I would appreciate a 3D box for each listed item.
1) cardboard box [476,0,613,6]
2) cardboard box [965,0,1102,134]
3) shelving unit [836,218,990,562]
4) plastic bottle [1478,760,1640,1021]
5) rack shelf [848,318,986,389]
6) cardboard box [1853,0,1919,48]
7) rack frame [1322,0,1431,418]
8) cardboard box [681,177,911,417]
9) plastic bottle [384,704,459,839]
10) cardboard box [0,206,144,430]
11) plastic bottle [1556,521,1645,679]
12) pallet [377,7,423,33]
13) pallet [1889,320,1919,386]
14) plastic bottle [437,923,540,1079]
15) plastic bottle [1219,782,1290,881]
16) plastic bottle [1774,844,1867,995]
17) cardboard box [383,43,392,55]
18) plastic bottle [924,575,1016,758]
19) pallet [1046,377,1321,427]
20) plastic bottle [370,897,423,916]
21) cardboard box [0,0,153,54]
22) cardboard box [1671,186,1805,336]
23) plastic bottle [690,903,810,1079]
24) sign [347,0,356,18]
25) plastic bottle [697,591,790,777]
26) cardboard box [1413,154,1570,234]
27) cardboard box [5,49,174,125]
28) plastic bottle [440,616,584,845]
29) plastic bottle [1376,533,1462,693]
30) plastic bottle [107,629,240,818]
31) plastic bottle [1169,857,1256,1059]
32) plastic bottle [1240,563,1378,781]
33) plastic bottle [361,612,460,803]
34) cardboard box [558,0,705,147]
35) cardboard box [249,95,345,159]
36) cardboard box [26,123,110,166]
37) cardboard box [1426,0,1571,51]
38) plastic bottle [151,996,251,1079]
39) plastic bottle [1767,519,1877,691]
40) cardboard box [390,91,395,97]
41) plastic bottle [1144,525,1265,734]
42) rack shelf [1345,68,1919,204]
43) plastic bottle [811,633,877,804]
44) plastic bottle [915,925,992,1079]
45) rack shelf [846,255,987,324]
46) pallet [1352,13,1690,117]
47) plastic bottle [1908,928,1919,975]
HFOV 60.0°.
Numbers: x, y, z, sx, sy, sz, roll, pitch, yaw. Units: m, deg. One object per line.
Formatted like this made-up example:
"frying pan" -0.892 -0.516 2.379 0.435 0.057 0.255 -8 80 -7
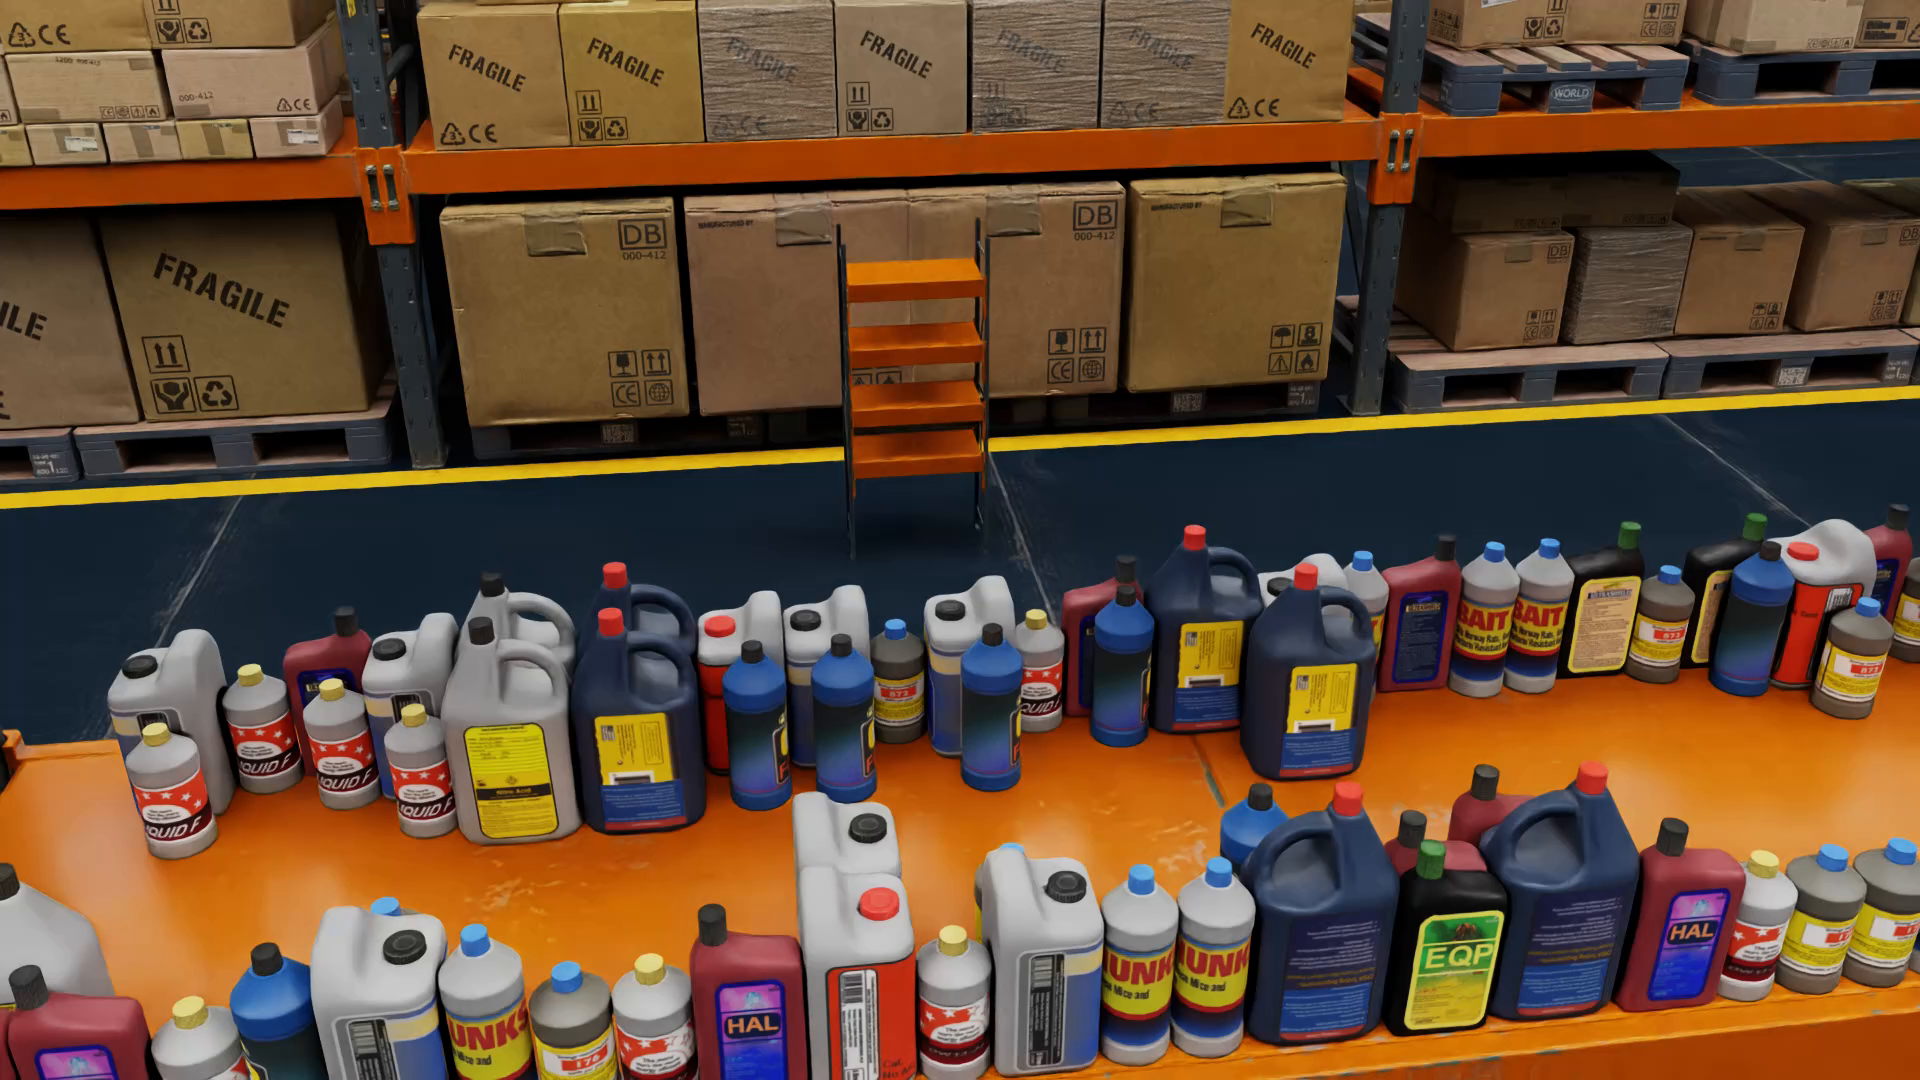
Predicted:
"cardboard box" -1.614 -2.382 6.397 0.637 0.503 0.797 -4 27 -8
"cardboard box" 0.253 -1.938 6.633 0.500 0.500 0.500 -5 28 -9
"shelving unit" -0.164 -0.523 5.956 0.503 1.200 0.258 -4 27 -7
"plastic bottle" 0.769 0.443 2.155 0.185 0.351 0.144 -4 27 -7
"rack shelf" -0.164 -0.662 5.884 0.480 0.148 0.258 -4 27 -7
"cardboard box" 3.973 -2.436 7.139 0.637 0.503 0.797 -1 27 -2
"rack frame" 1.716 -2.101 7.059 0.127 3.000 1.000 -4 27 -7
"cardboard box" -0.730 -1.195 7.161 0.875 0.875 1.225 -5 28 -9
"plastic bottle" -0.813 0.342 2.516 0.097 0.201 0.097 0 27 0
"cardboard box" -3.801 -1.025 6.829 0.875 0.875 0.875 -4 27 -7
"plastic bottle" 1.106 0.103 2.890 0.133 0.283 0.061 -4 27 -7
"pallet" -5.601 -4.994 15.751 1.213 0.211 1.003 -4 27 -7
"pallet" 4.906 -1.064 8.093 1.213 0.211 1.003 -4 27 -7
"plastic bottle" -0.563 0.574 1.986 0.097 0.271 0.097 0 27 0
"plastic bottle" 0.394 0.446 2.235 0.097 0.271 0.097 0 27 0
"plastic bottle" 1.141 0.496 2.215 0.097 0.201 0.097 0 27 0
"cardboard box" -3.986 -3.294 11.395 0.250 0.149 0.380 -4 27 -8
"plastic bottle" 0.014 0.198 2.714 0.135 0.276 0.152 -4 27 -7
"pallet" 0.924 -0.844 7.664 1.213 0.211 1.003 -4 27 -7
"plastic bottle" -0.717 0.545 2.119 0.097 0.201 0.097 0 27 0
"cardboard box" -3.160 -2.066 6.007 0.500 0.500 0.500 -3 27 -7
"cardboard box" 3.484 -1.316 7.786 0.500 0.500 0.700 -1 27 -3
"plastic bottle" -0.253 0.558 2.005 0.133 0.283 0.061 -4 27 -7
"sign" -2.167 -2.016 5.858 0.005 0.325 0.100 -4 27 -7
"plastic bottle" -0.349 0.221 2.669 0.135 0.276 0.152 -4 27 -7
"cardboard box" 2.375 -1.574 7.467 0.500 0.250 0.500 -3 27 -5
"cardboard box" -3.158 -1.731 6.177 0.500 0.250 0.500 -3 27 -6
"plastic bottle" -0.671 0.273 2.486 0.185 0.351 0.144 -4 27 -7
"plastic bottle" 0.781 0.124 2.850 0.133 0.283 0.061 -4 27 -7
"plastic bottle" -1.210 0.277 2.561 0.135 0.276 0.152 -4 27 -7
"plastic bottle" 0.318 0.518 2.096 0.097 0.271 0.097 0 27 0
"plastic bottle" 0.555 0.198 2.632 0.185 0.351 0.144 -4 27 -7
"plastic bottle" -0.848 0.253 2.606 0.135 0.276 0.152 -4 27 -7
"cardboard box" -1.257 -1.840 6.440 0.500 0.500 0.500 -4 27 -7
"cardboard box" -2.502 -1.567 6.294 0.250 0.149 0.380 -4 27 -7
"cardboard box" -3.265 -1.518 6.198 0.250 0.149 0.380 -3 27 -6
"cardboard box" 2.245 -2.385 7.042 0.500 0.500 0.500 -7 28 -13
"plastic bottle" -0.889 0.626 1.961 0.097 0.201 0.097 0 27 0
"plastic bottle" 1.474 0.104 2.897 0.135 0.276 0.152 -4 27 -7
"cardboard box" -3.633 -2.934 11.020 0.250 0.149 0.380 -5 28 -9
"plastic bottle" 0.400 0.138 2.749 0.185 0.351 0.144 -4 27 -7
"rack shelf" 3.696 -1.908 7.471 4.000 0.370 1.077 -4 27 -7
"plastic bottle" -0.180 0.270 2.579 0.097 0.271 0.097 0 27 0
"plastic bottle" -0.008 0.570 2.071 0.097 0.201 0.097 0 27 0
"rack shelf" -0.164 -0.873 5.776 0.480 0.148 0.258 -4 27 -7
"pallet" 2.406 -2.109 7.285 1.003 0.211 1.213 -4 27 -7
"plastic bottle" 1.334 0.453 2.223 0.097 0.271 0.097 0 27 0
